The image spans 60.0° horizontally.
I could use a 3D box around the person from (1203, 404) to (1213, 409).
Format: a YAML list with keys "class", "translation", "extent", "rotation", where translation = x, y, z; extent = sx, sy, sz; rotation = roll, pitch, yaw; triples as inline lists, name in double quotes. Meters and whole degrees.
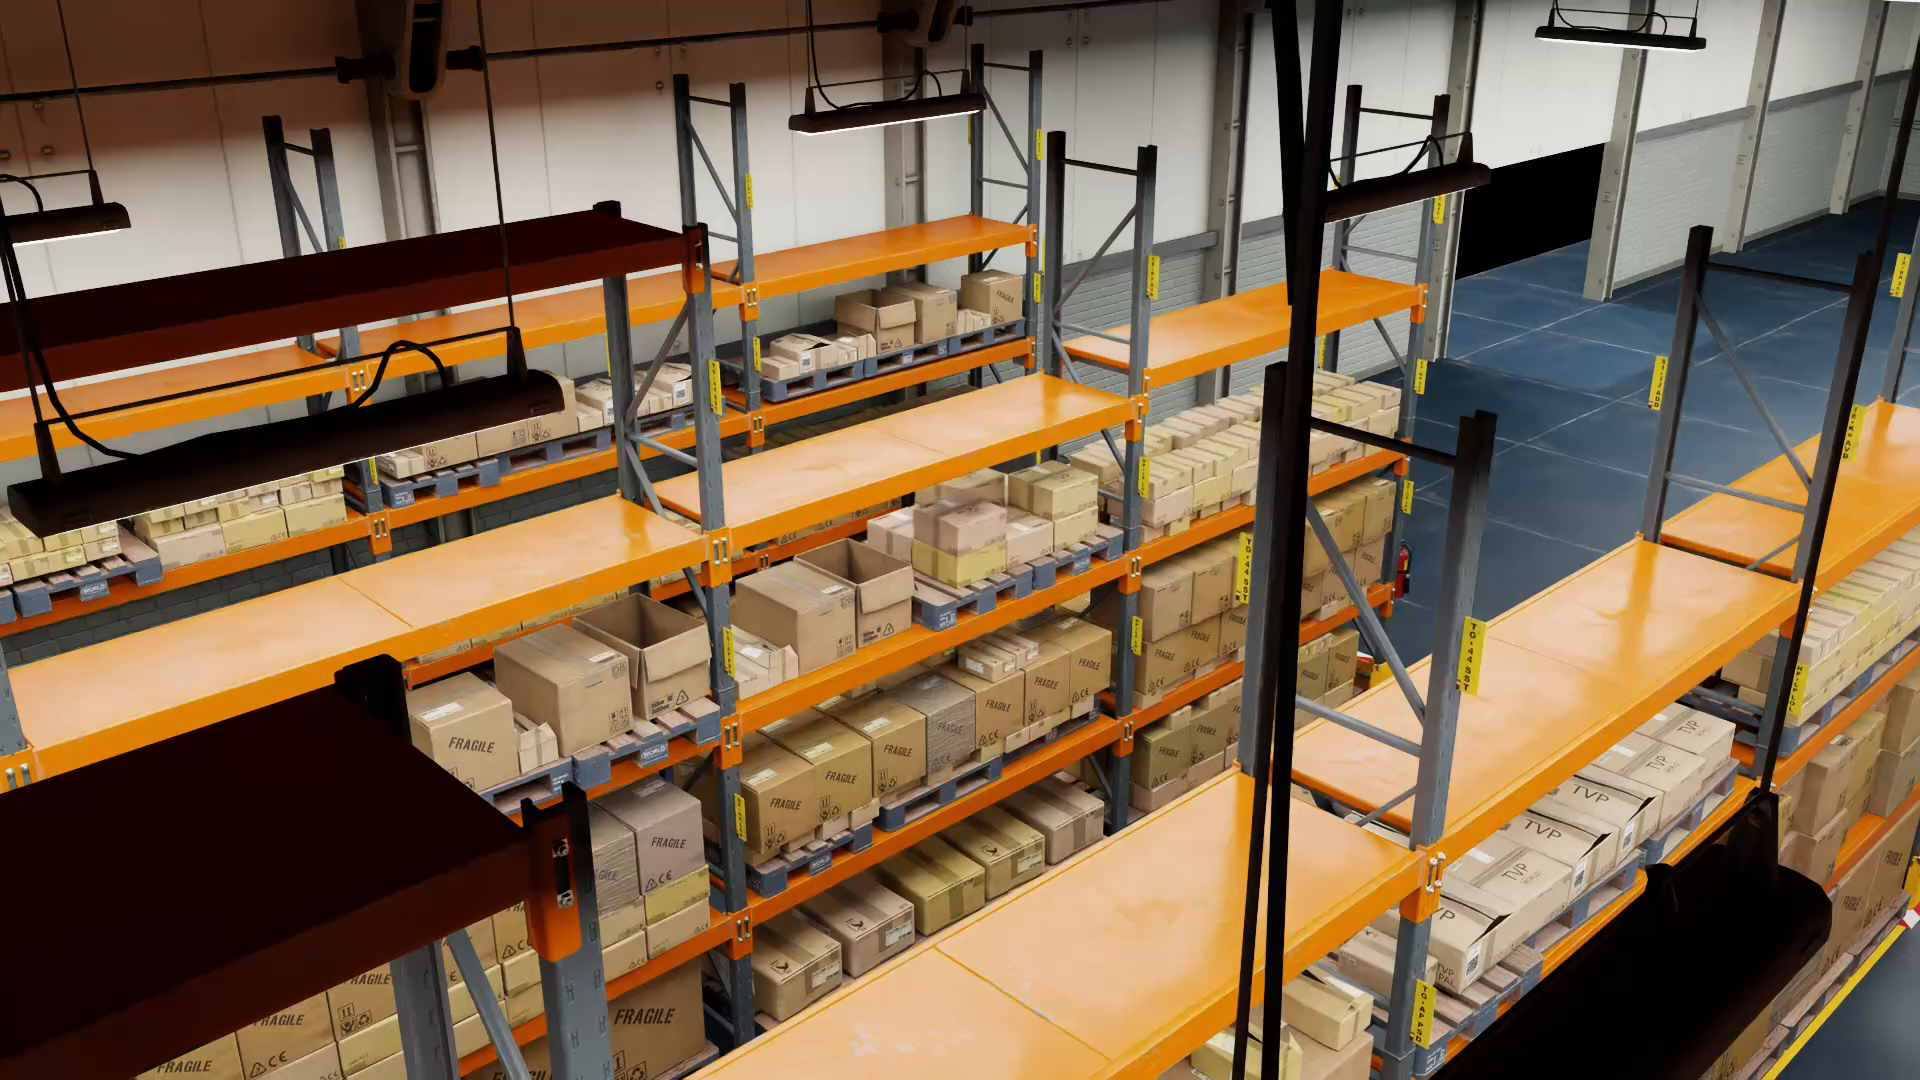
- class: "person"
  translation: [3.014, -0.852, 20.582]
  extent: [0.578, 1.755, 0.881]
  rotation: [-18, 28, -37]
